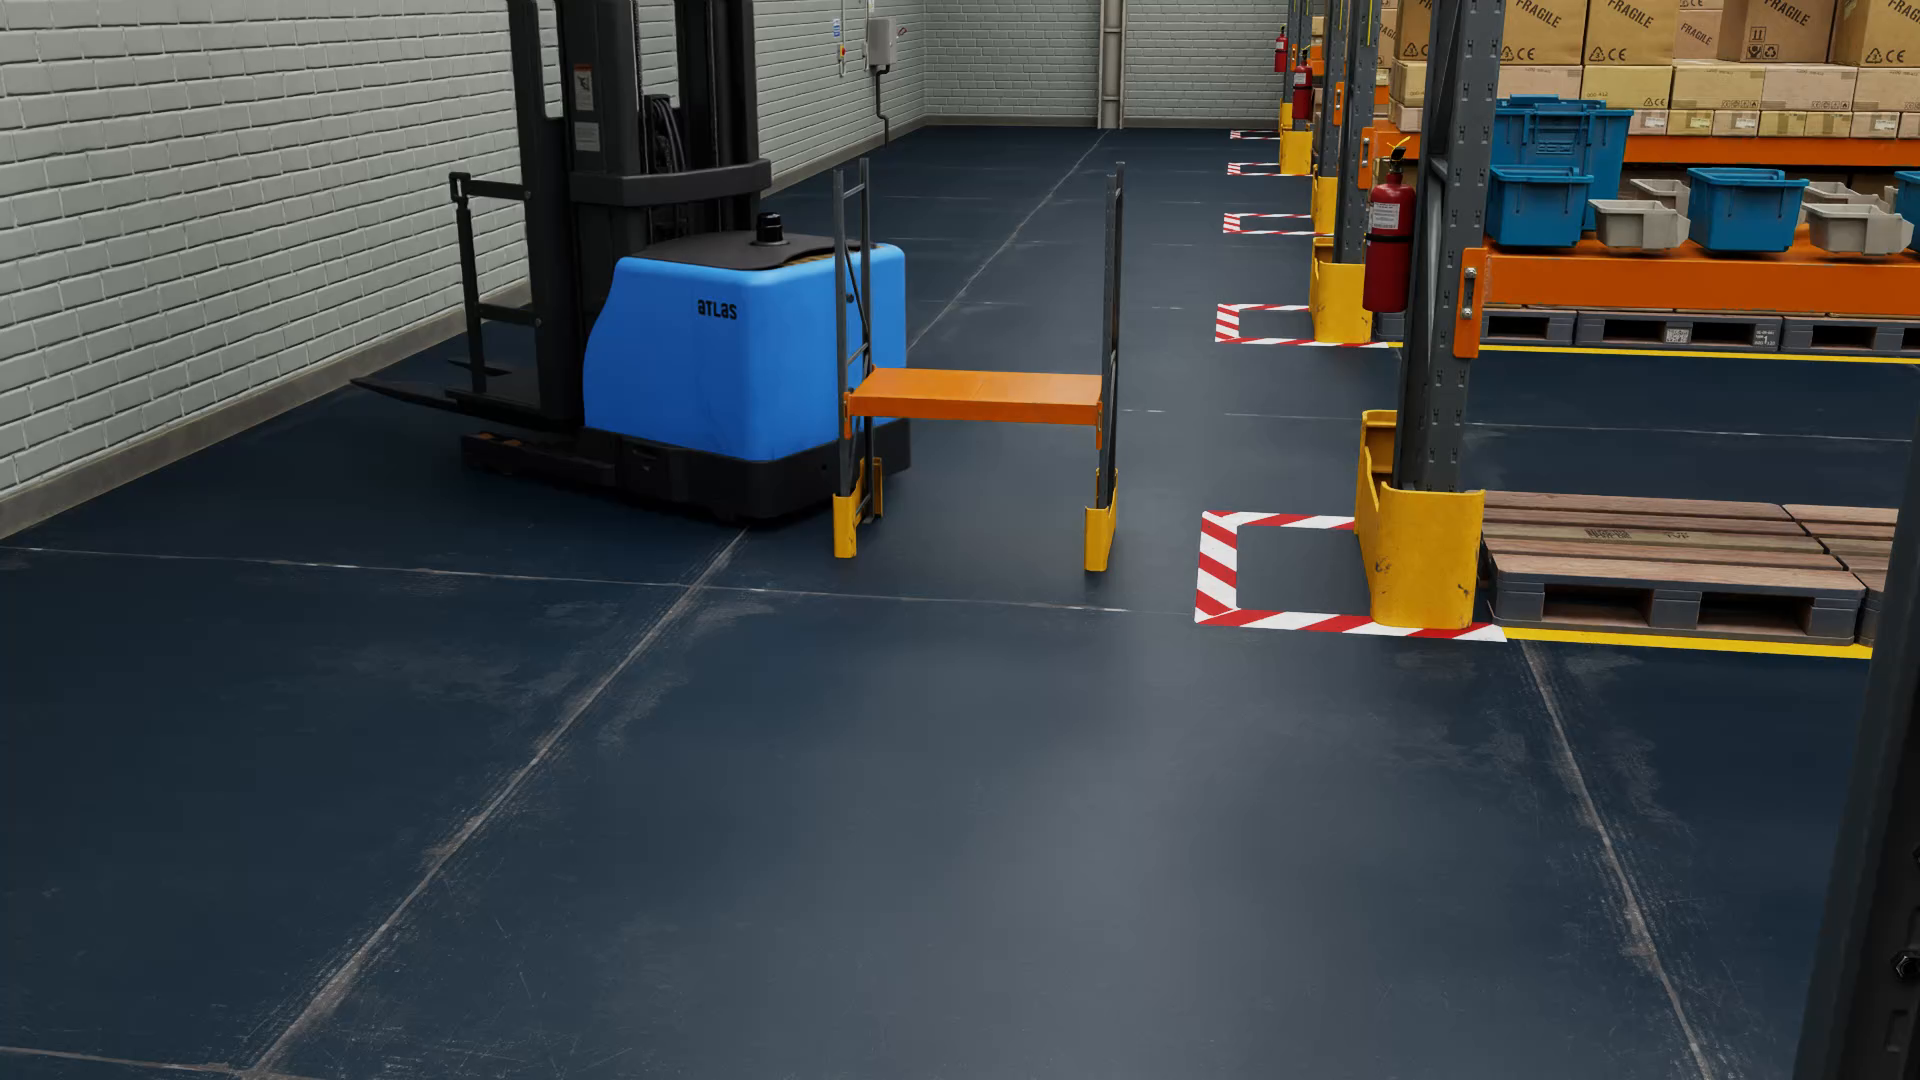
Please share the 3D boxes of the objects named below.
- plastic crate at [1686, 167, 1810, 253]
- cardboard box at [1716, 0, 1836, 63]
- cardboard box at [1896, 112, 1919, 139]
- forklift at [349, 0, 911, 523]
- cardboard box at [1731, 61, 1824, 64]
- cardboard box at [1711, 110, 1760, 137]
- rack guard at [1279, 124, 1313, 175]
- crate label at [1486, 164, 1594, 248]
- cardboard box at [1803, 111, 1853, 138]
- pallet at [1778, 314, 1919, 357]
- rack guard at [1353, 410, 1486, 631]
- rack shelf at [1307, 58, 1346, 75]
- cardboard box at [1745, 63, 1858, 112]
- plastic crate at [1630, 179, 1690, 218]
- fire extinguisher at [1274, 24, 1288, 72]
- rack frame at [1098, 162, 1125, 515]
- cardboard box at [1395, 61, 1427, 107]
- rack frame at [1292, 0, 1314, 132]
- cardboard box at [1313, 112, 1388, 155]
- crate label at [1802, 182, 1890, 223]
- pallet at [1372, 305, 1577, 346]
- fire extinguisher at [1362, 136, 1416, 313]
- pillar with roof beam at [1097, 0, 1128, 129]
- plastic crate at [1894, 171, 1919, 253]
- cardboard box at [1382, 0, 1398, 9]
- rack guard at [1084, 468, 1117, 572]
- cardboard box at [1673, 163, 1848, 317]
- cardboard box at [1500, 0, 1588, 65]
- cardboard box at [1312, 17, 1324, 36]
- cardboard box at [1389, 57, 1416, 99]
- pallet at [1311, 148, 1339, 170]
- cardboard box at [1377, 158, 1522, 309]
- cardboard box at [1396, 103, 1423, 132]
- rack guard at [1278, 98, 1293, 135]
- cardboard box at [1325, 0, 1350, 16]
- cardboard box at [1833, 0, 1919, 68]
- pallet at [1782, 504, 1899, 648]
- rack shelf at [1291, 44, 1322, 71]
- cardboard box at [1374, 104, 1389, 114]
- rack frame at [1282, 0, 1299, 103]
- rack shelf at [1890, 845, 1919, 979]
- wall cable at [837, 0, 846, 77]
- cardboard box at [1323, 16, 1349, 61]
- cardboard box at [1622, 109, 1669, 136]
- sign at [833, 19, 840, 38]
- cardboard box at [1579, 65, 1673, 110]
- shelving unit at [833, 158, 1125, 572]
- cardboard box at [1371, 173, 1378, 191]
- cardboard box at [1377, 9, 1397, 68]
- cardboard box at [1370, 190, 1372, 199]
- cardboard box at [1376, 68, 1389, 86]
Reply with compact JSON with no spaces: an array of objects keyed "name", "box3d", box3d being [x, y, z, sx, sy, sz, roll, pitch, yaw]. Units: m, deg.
[{"name":"plastic crate","box3d":[2.594,-1.096,5.521,0.300,0.233,0.416,3,19,9]},{"name":"cardboard box","box3d":[5.056,-3.228,10.308,0.500,0.500,0.500,2,19,7]},{"name":"cardboard box","box3d":[5.627,-2.466,9.840,0.250,0.149,0.380,3,19,8]},{"name":"forklift","box3d":[-1.721,-1.811,7.595,3.031,2.935,1.130,13,22,33]},{"name":"cardboard box","box3d":[5.063,-2.873,10.429,0.500,0.250,0.500,3,19,10]},{"name":"cardboard box","box3d":[4.615,-2.517,9.995,0.250,0.149,0.380,3,19,10]},{"name":"rack guard","box3d":[4.087,-4.768,20.265,0.348,0.500,1.175,3,19,9]},{"name":"crate label","box3d":[1.944,-1.129,5.620,0.303,0.233,0.416,3,19,9]},{"name":"cardboard box","box3d":[5.119,-2.491,9.918,0.250,0.149,0.380,3,19,10]},{"name":"pallet","box3d":[5.750,-1.387,10.614,1.213,0.211,1.003,3,19,9]},{"name":"rack guard","box3d":[1.727,-0.107,6.336,0.348,0.500,1.175,3,19,9]},{"name":"rack shelf","box3d":[6.085,-5.510,19.678,4.000,0.370,1.077,3,19,9]},{"name":"cardboard box","box3d":[4.995,-2.707,9.934,0.500,0.250,0.500,3,19,10]},{"name":"plastic crate","box3d":[2.587,-1.215,6.027,0.243,0.136,0.396,3,19,9]},{"name":"fire extinguisher","box3d":[4.676,-7.156,24.174,0.183,0.674,0.296,3,19,9]},{"name":"rack frame","box3d":[0.586,-0.681,6.476,0.032,1.500,0.500,3,19,9]},{"name":"cardboard box","box3d":[2.970,-2.809,10.237,0.500,0.250,0.500,2,19,7]},{"name":"rack frame","box3d":[4.110,-5.952,19.865,0.127,3.000,1.000,3,19,9]},{"name":"cardboard box","box3d":[4.778,-4.934,20.199,0.875,0.438,0.875,2,19,7]},{"name":"crate label","box3d":[3.150,-1.189,5.951,0.243,0.136,0.396,3,19,9]},{"name":"pallet","box3d":[3.340,-1.509,10.981,1.213,0.211,1.003,3,19,9]},{"name":"fire extinguisher","box3d":[1.676,-1.232,6.468,0.183,0.674,0.296,3,19,9]},{"name":"pillar with roof beam","box3d":[1.692,-9.422,20.780,0.400,9.000,9.100,3,19,9]},{"name":"plastic crate","box3d":[3.245,-1.063,5.422,0.300,0.233,0.416,3,19,9]},{"name":"cardboard box","box3d":[3.826,-4.953,14.677,0.500,0.500,0.500,3,19,8]},{"name":"rack guard","box3d":[0.567,-0.090,6.677,0.087,0.250,0.587,3,19,9]},{"name":"cardboard box","box3d":[4.960,-1.941,10.564,0.875,0.875,0.875,3,19,9]},{"name":"cardboard box","box3d":[3.463,-3.139,10.043,0.500,0.500,0.500,2,19,7]},{"name":"cardboard box","box3d":[5.299,-7.470,24.169,0.500,0.250,0.500,3,19,9]},{"name":"cardboard box","box3d":[3.059,-2.976,10.738,0.500,0.250,0.500,3,19,8]},{"name":"pallet","box3d":[4.912,-4.614,20.260,1.213,0.211,1.003,3,19,9]},{"name":"cardboard box","box3d":[3.183,-2.032,10.835,0.875,0.875,0.875,3,19,9]},{"name":"cardboard box","box3d":[2.837,-2.607,10.263,0.250,0.149,0.380,3,19,9]},{"name":"rack guard","box3d":[4.969,-6.318,24.898,0.348,0.500,1.175,3,19,9]},{"name":"cardboard box","box3d":[4.539,-6.360,19.351,0.500,0.500,0.500,3,19,7]},{"name":"cardboard box","box3d":[5.498,-3.038,9.740,0.500,0.500,0.500,3,19,9]},{"name":"pallet","box3d":[3.762,0.142,6.045,1.213,0.211,1.003,3,19,9]},{"name":"rack shelf","box3d":[6.869,-7.066,24.326,4.000,0.370,1.077,3,19,9]},{"name":"cardboard box","box3d":[6.321,-6.405,24.497,0.500,0.500,0.700,4,19,11]},{"name":"rack frame","box3d":[4.894,-7.507,24.513,0.127,3.000,1.000,3,19,9]},{"name":"rack shelf","box3d":[2.938,0.698,1.124,4.000,0.370,1.077,3,19,9]},{"name":"wall cable","box3d":[-1.461,-6.725,20.525,0.123,1.953,0.585,3,19,9]},{"name":"cardboard box","box3d":[4.539,-5.885,19.508,0.500,0.500,0.500,3,19,8]},{"name":"cardboard box","box3d":[4.107,-2.543,10.072,0.250,0.149,0.380,3,19,8]},{"name":"sign","box3d":[-1.529,-6.345,20.612,0.001,0.218,0.327,3,19,9]},{"name":"cardboard box","box3d":[3.979,-2.758,10.087,0.500,0.250,0.500,2,19,7]},{"name":"shelving unit","box3d":[0.075,-0.707,6.554,1.083,1.500,0.587,3,19,9]},{"name":"cardboard box","box3d":[3.902,-3.278,15.234,0.250,0.149,0.380,4,19,11]},{"name":"cardboard box","box3d":[3.825,-4.476,14.825,0.500,0.500,0.500,4,19,11]},{"name":"cardboard box","box3d":[3.892,-3.117,15.222,0.250,0.149,0.380,3,19,10]},{"name":"cardboard box","box3d":[3.693,-4.158,14.899,0.250,0.149,0.380,3,19,8]}]
